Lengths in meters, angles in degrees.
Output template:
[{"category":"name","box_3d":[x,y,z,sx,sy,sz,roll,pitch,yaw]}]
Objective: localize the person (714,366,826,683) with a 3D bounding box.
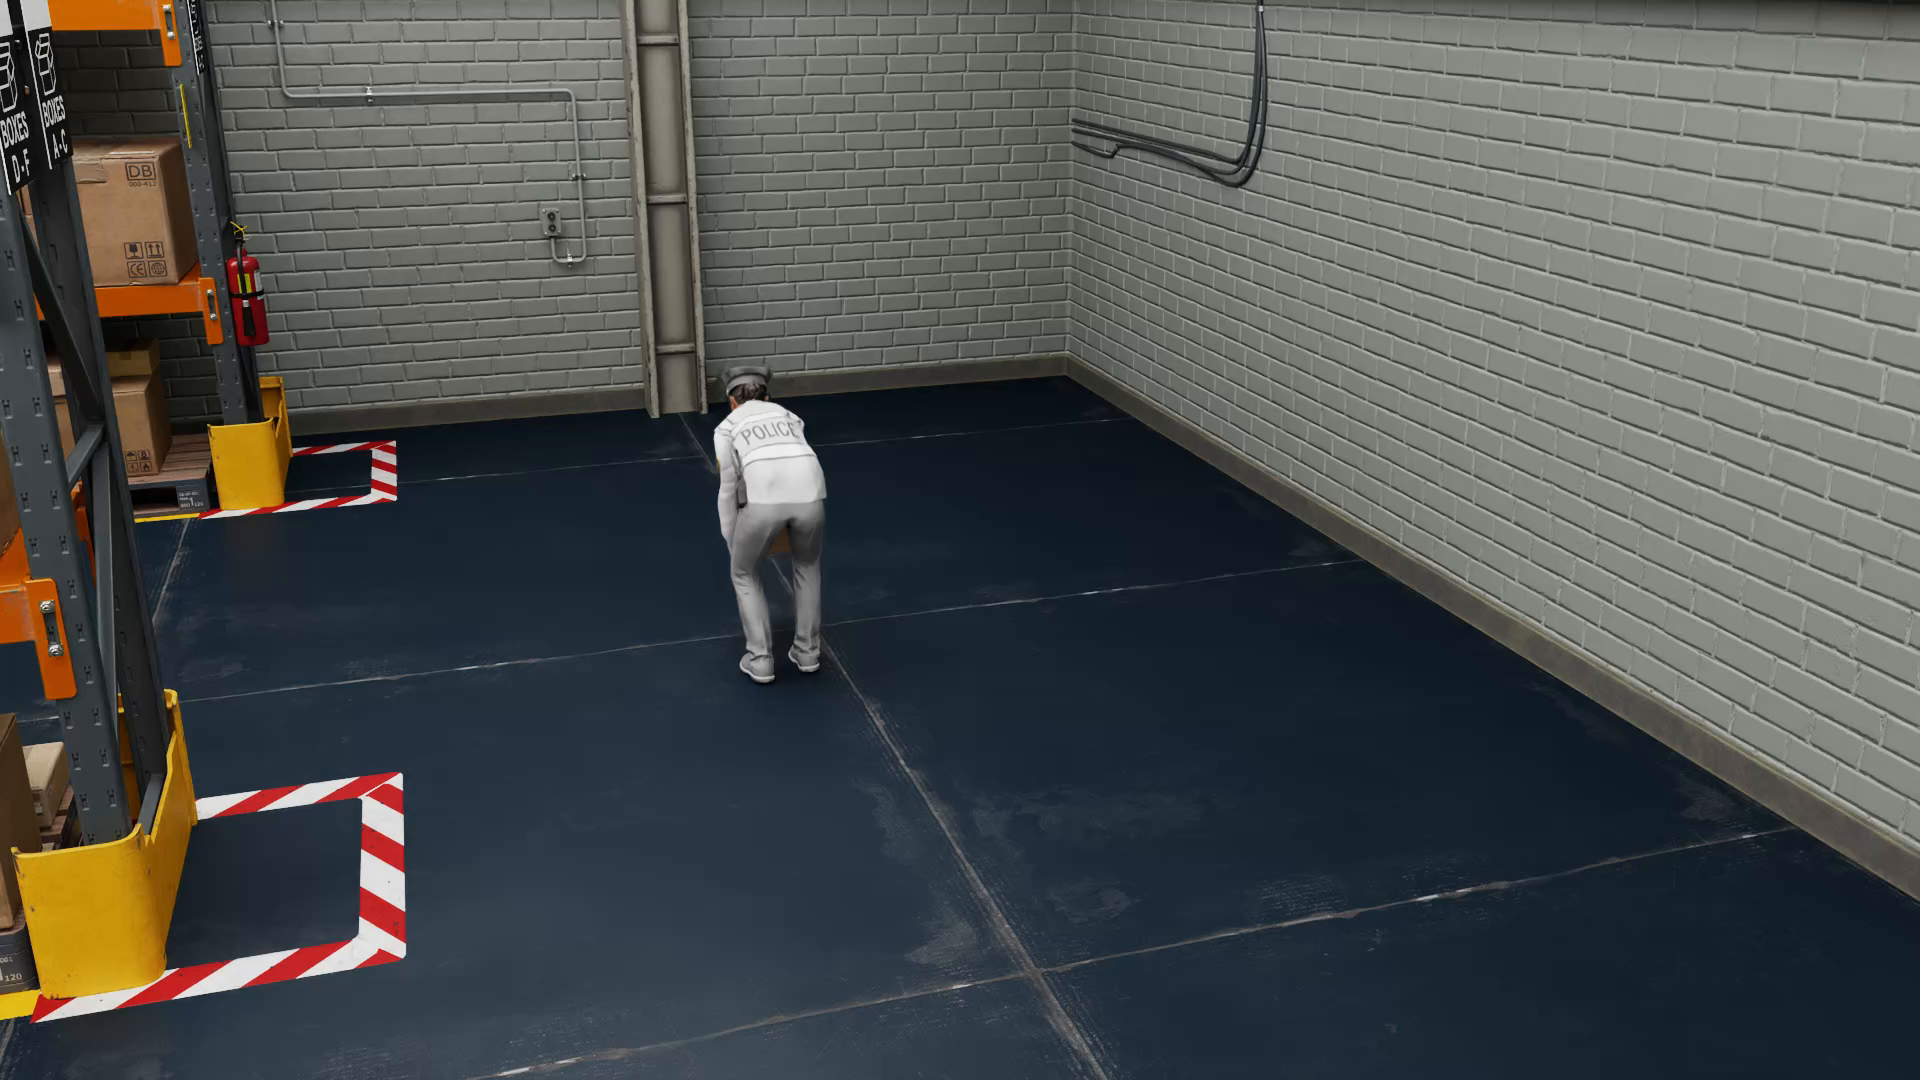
[{"category":"person","box_3d":[-0.854,-0.086,7.377,0.411,1.295,0.879,-7,21,-19]}]
